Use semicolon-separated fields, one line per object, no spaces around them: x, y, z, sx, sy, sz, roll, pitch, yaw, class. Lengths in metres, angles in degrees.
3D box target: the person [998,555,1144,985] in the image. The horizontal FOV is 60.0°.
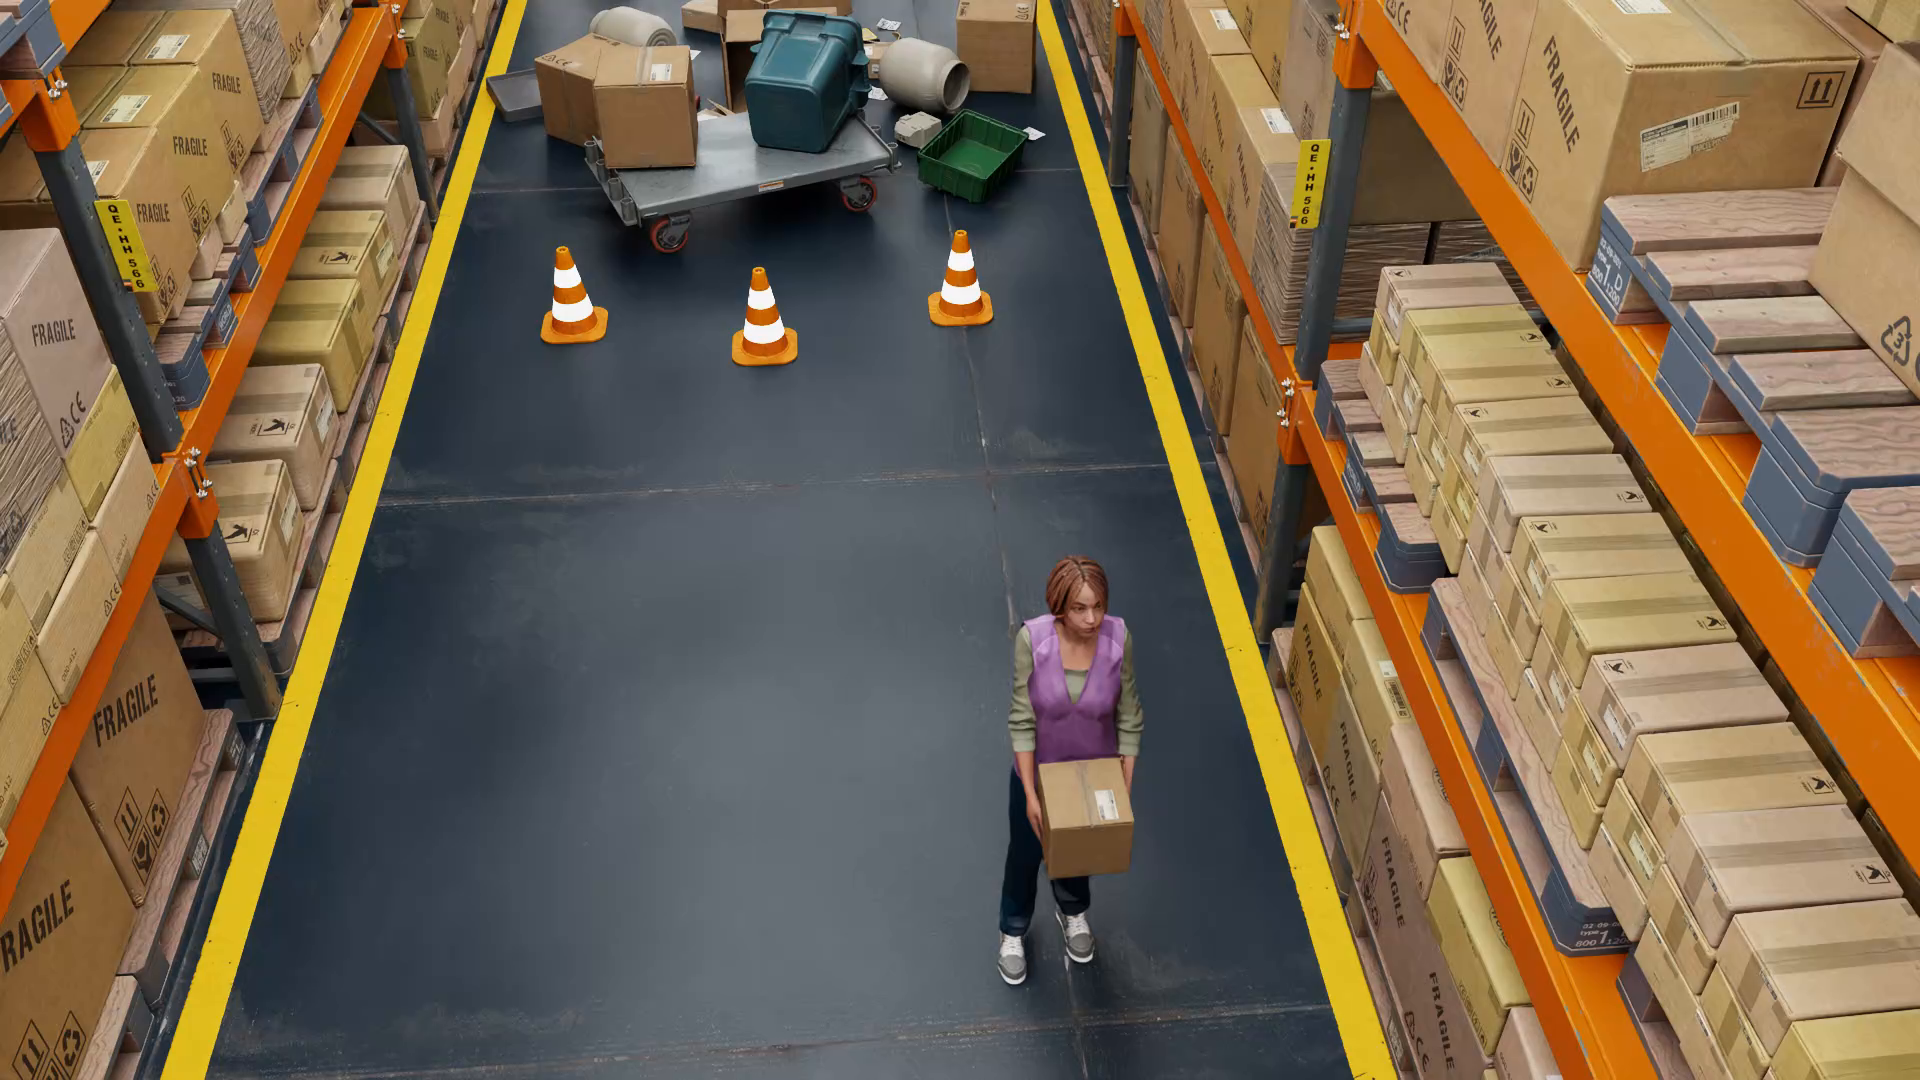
0.341;0.757;5.245;0.453;1.601;0.448;-4;40;-5;person
